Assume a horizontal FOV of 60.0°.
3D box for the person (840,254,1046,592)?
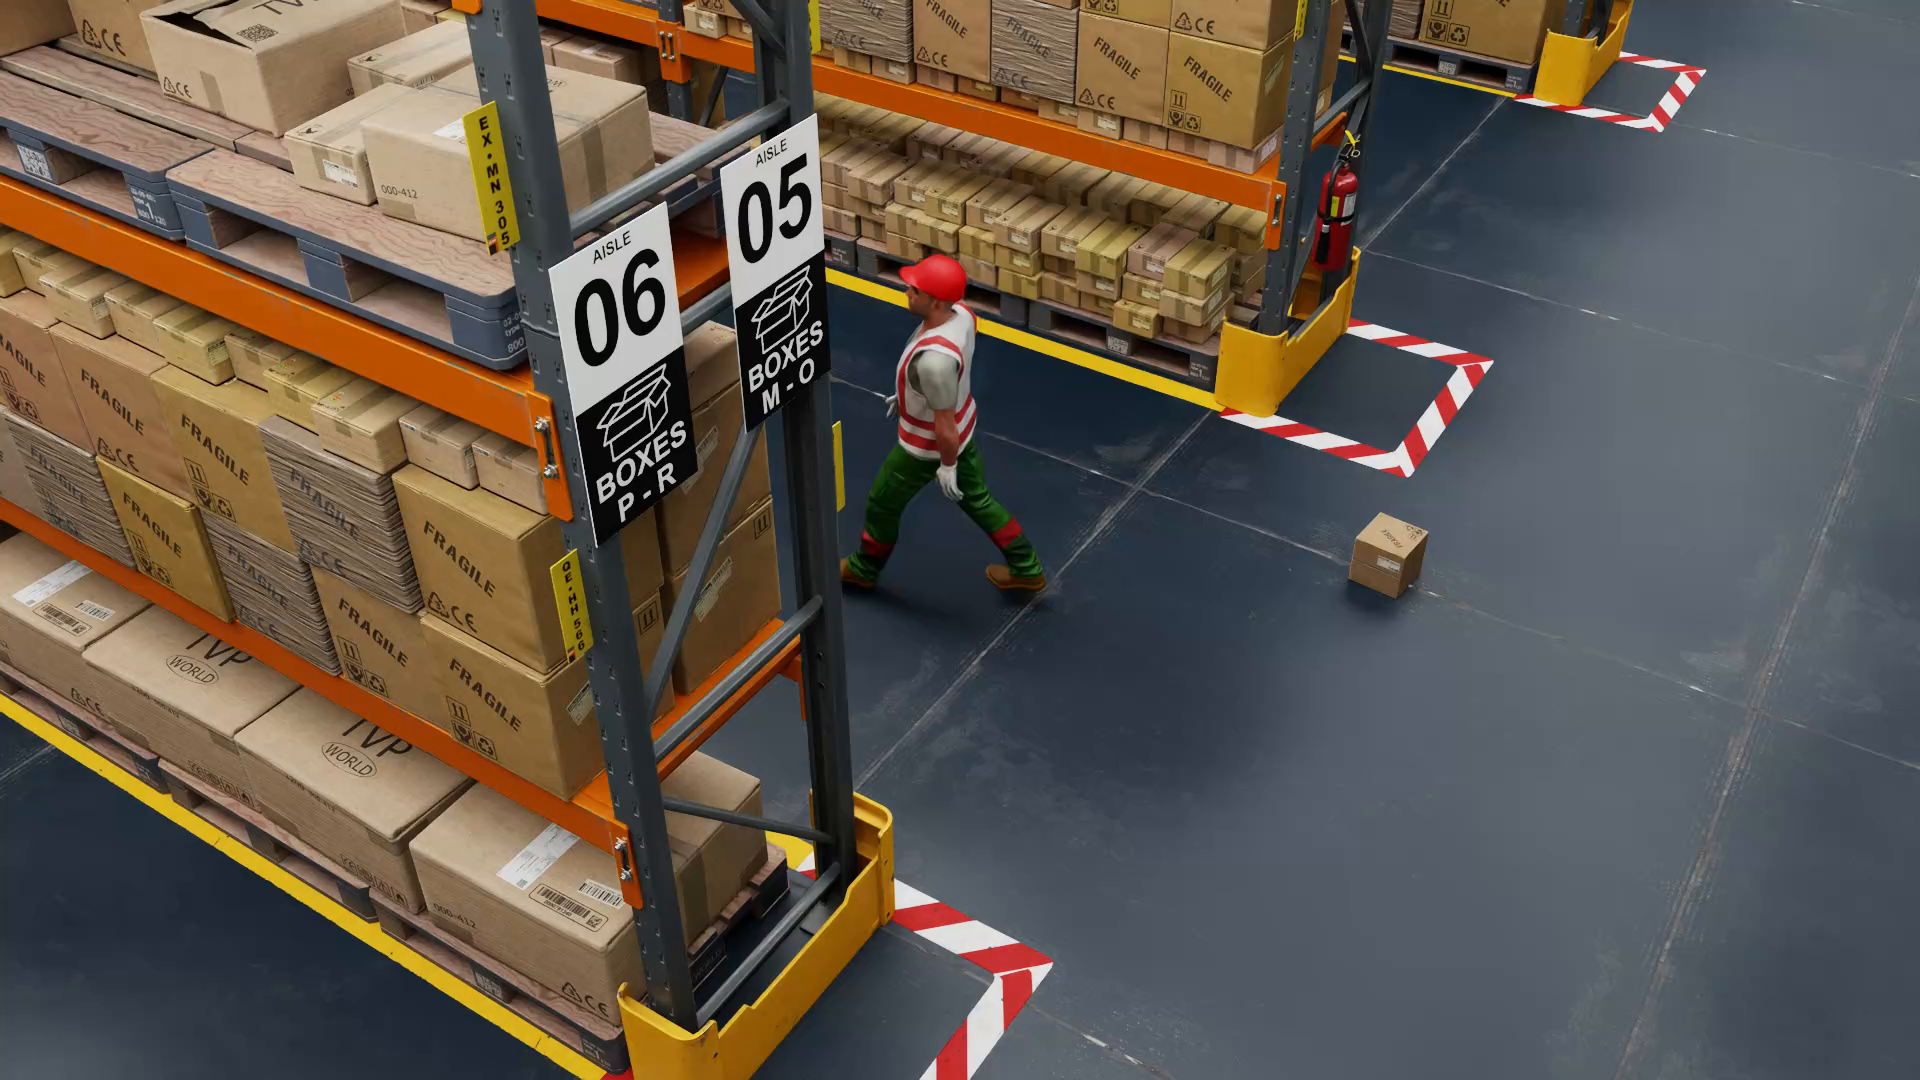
[{"bbox_3d":[-0.134,-0.472,7.265,1.079,1.740,0.532,11,40,14],"label":"person"}]
